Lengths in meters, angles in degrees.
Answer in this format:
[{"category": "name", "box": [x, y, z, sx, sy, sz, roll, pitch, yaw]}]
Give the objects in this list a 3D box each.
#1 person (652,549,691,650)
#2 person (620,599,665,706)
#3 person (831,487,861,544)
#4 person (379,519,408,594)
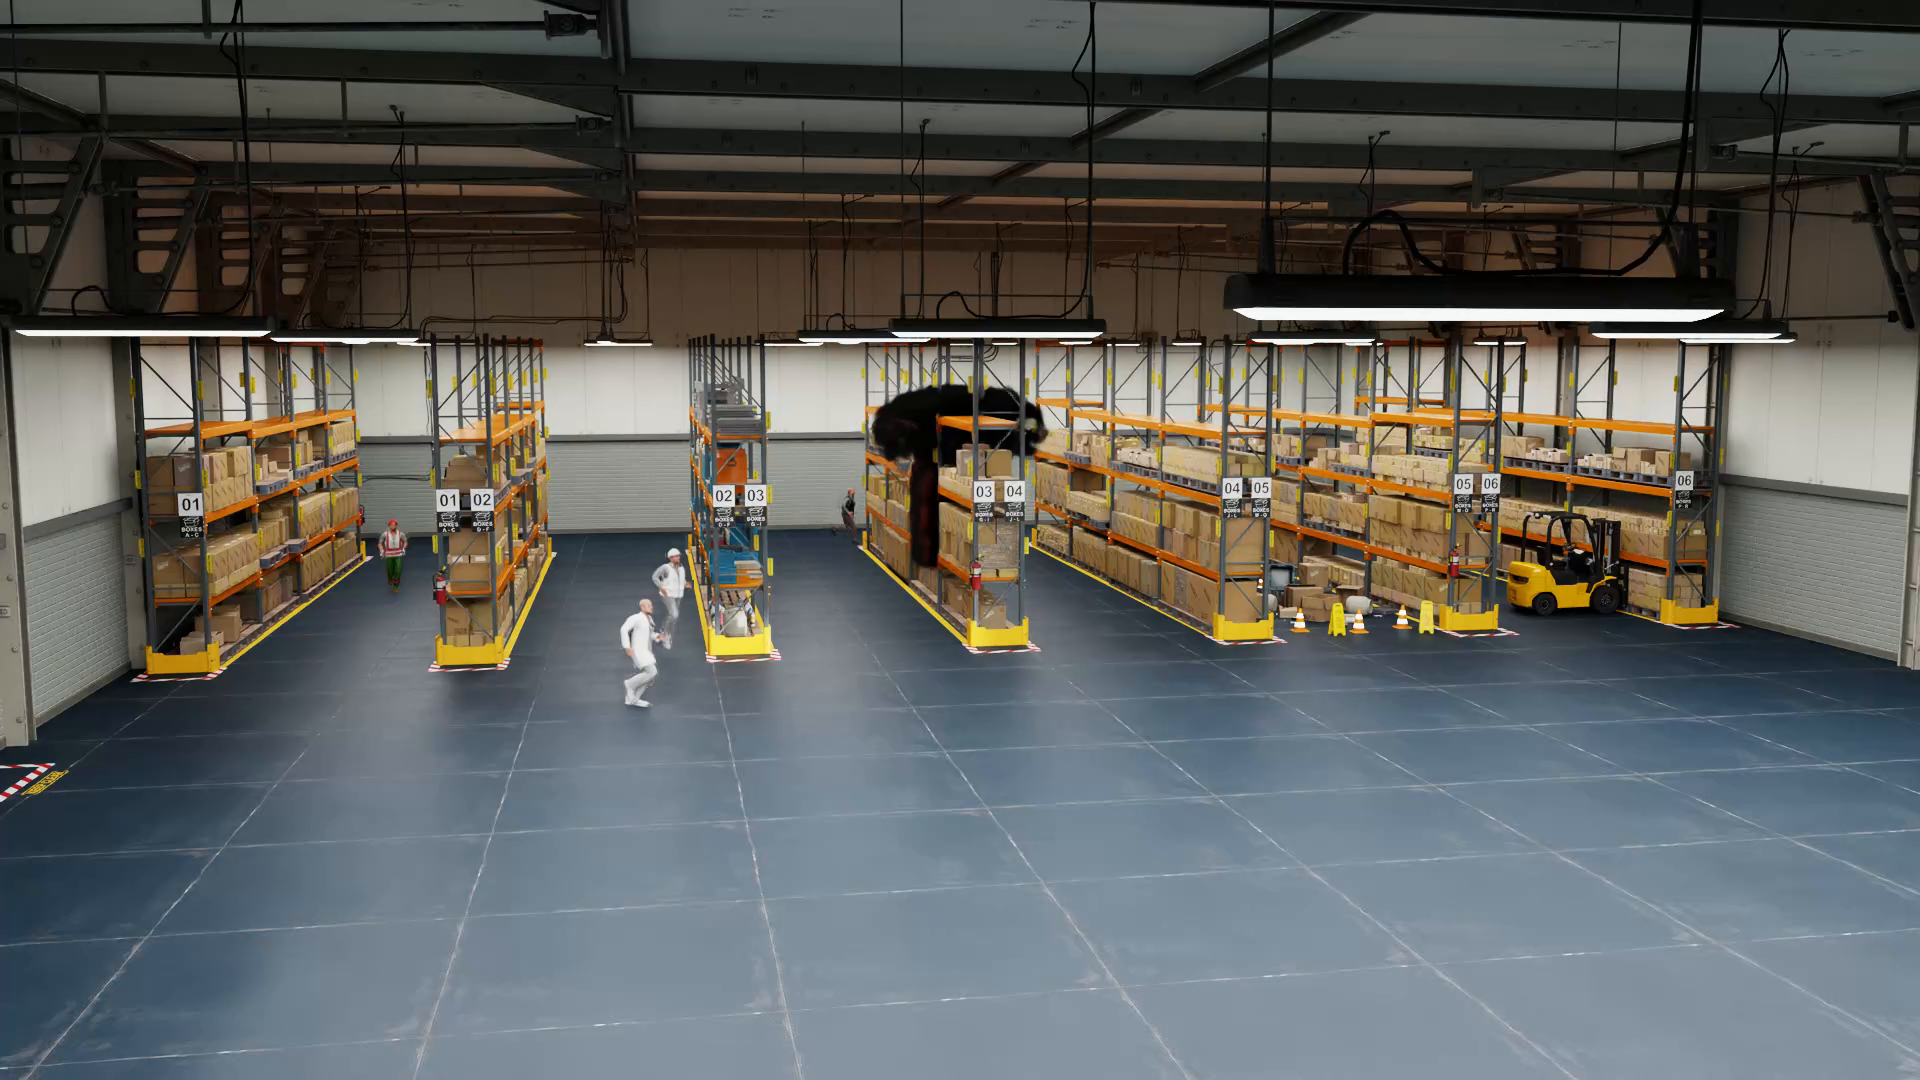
[{"category": "person", "box": [-5.303, 1.079, 30.780, 0.718, 1.843, 0.644, 5, 8, 37]}, {"category": "person", "box": [-5.056, 1.811, 26.677, 0.673, 1.729, 0.703, 2, 7, 14]}, {"category": "person", "box": [-3.380, -0.702, 49.000, 0.919, 1.712, 0.665, 1, 7, 6]}, {"category": "person", "box": [-13.349, 0.376, 39.217, 0.658, 1.743, 0.626, -3, 7, -24]}]
